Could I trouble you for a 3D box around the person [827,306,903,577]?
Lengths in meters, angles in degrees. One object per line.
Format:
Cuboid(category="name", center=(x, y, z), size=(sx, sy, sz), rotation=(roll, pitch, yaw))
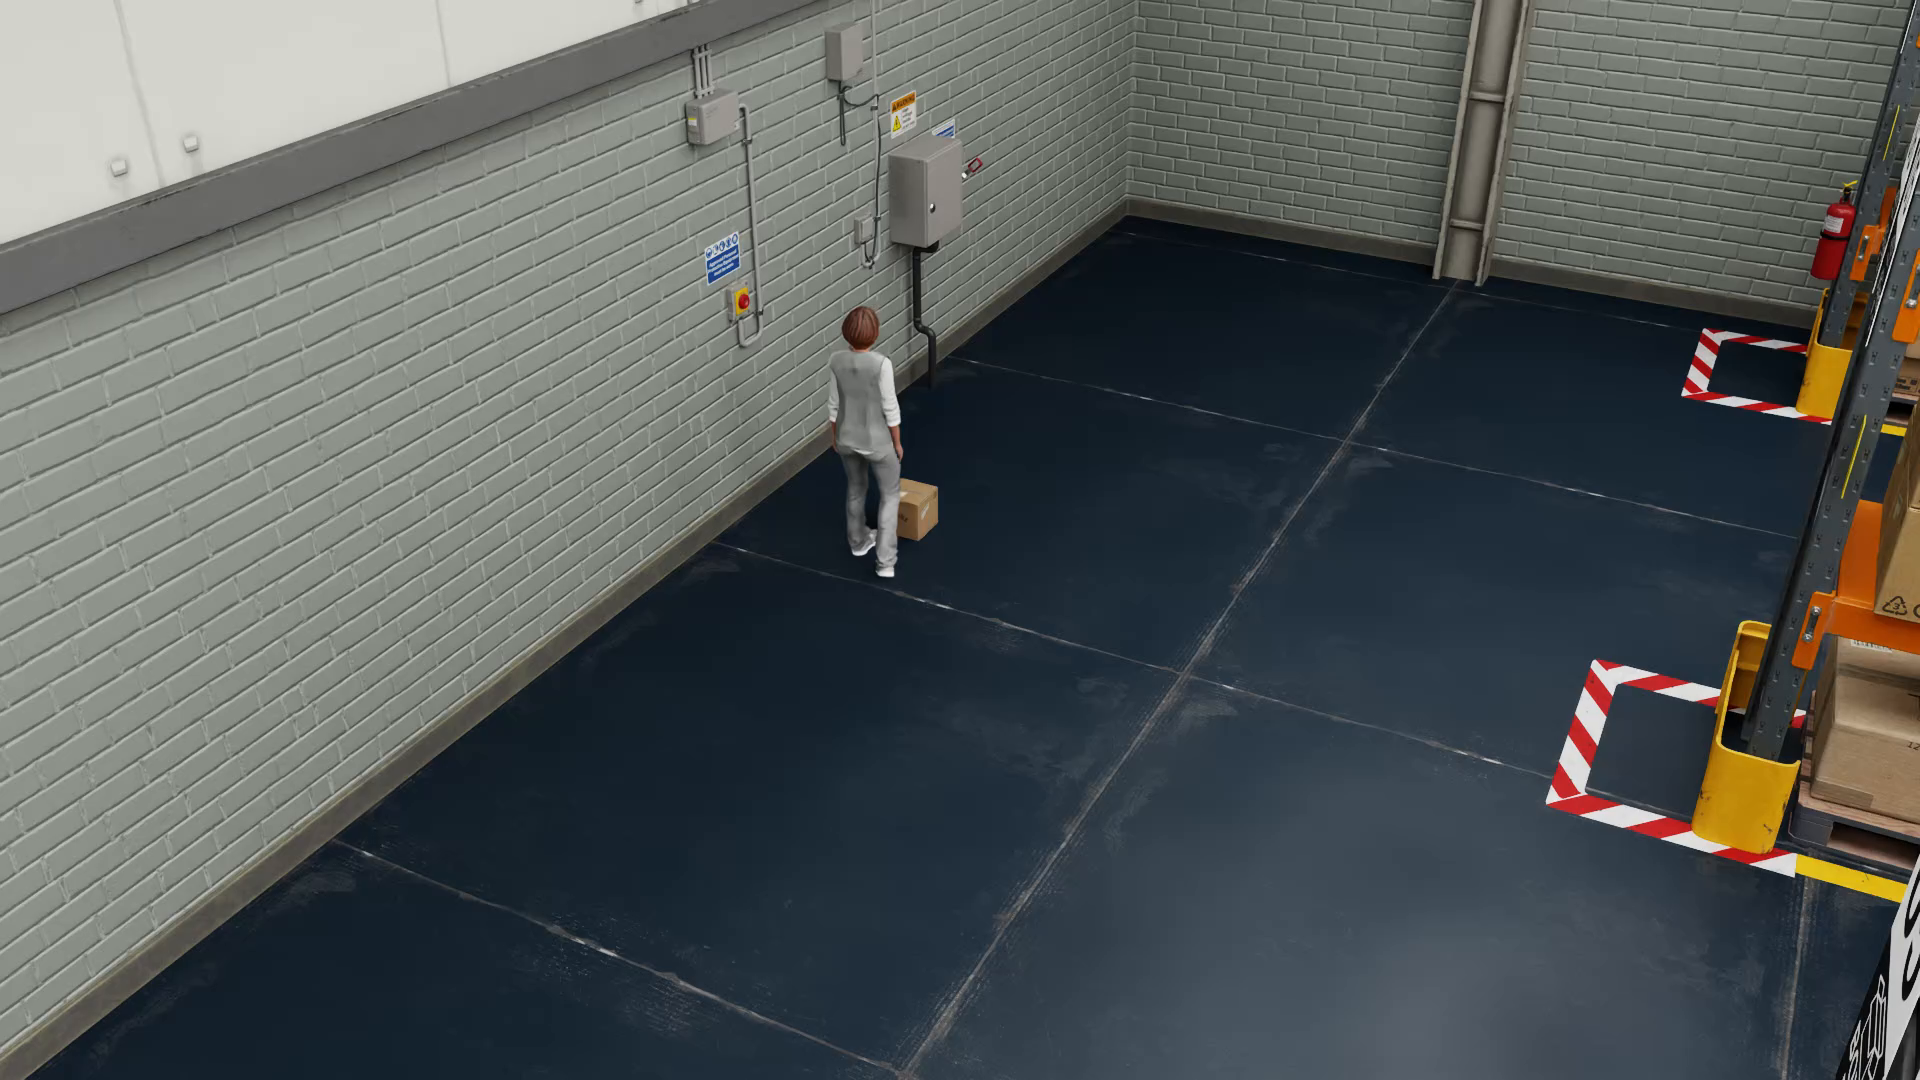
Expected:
Cuboid(category="person", center=(-0.505, -0.564, 9.265), size=(0.435, 1.612, 0.505), rotation=(11, 32, 18))
